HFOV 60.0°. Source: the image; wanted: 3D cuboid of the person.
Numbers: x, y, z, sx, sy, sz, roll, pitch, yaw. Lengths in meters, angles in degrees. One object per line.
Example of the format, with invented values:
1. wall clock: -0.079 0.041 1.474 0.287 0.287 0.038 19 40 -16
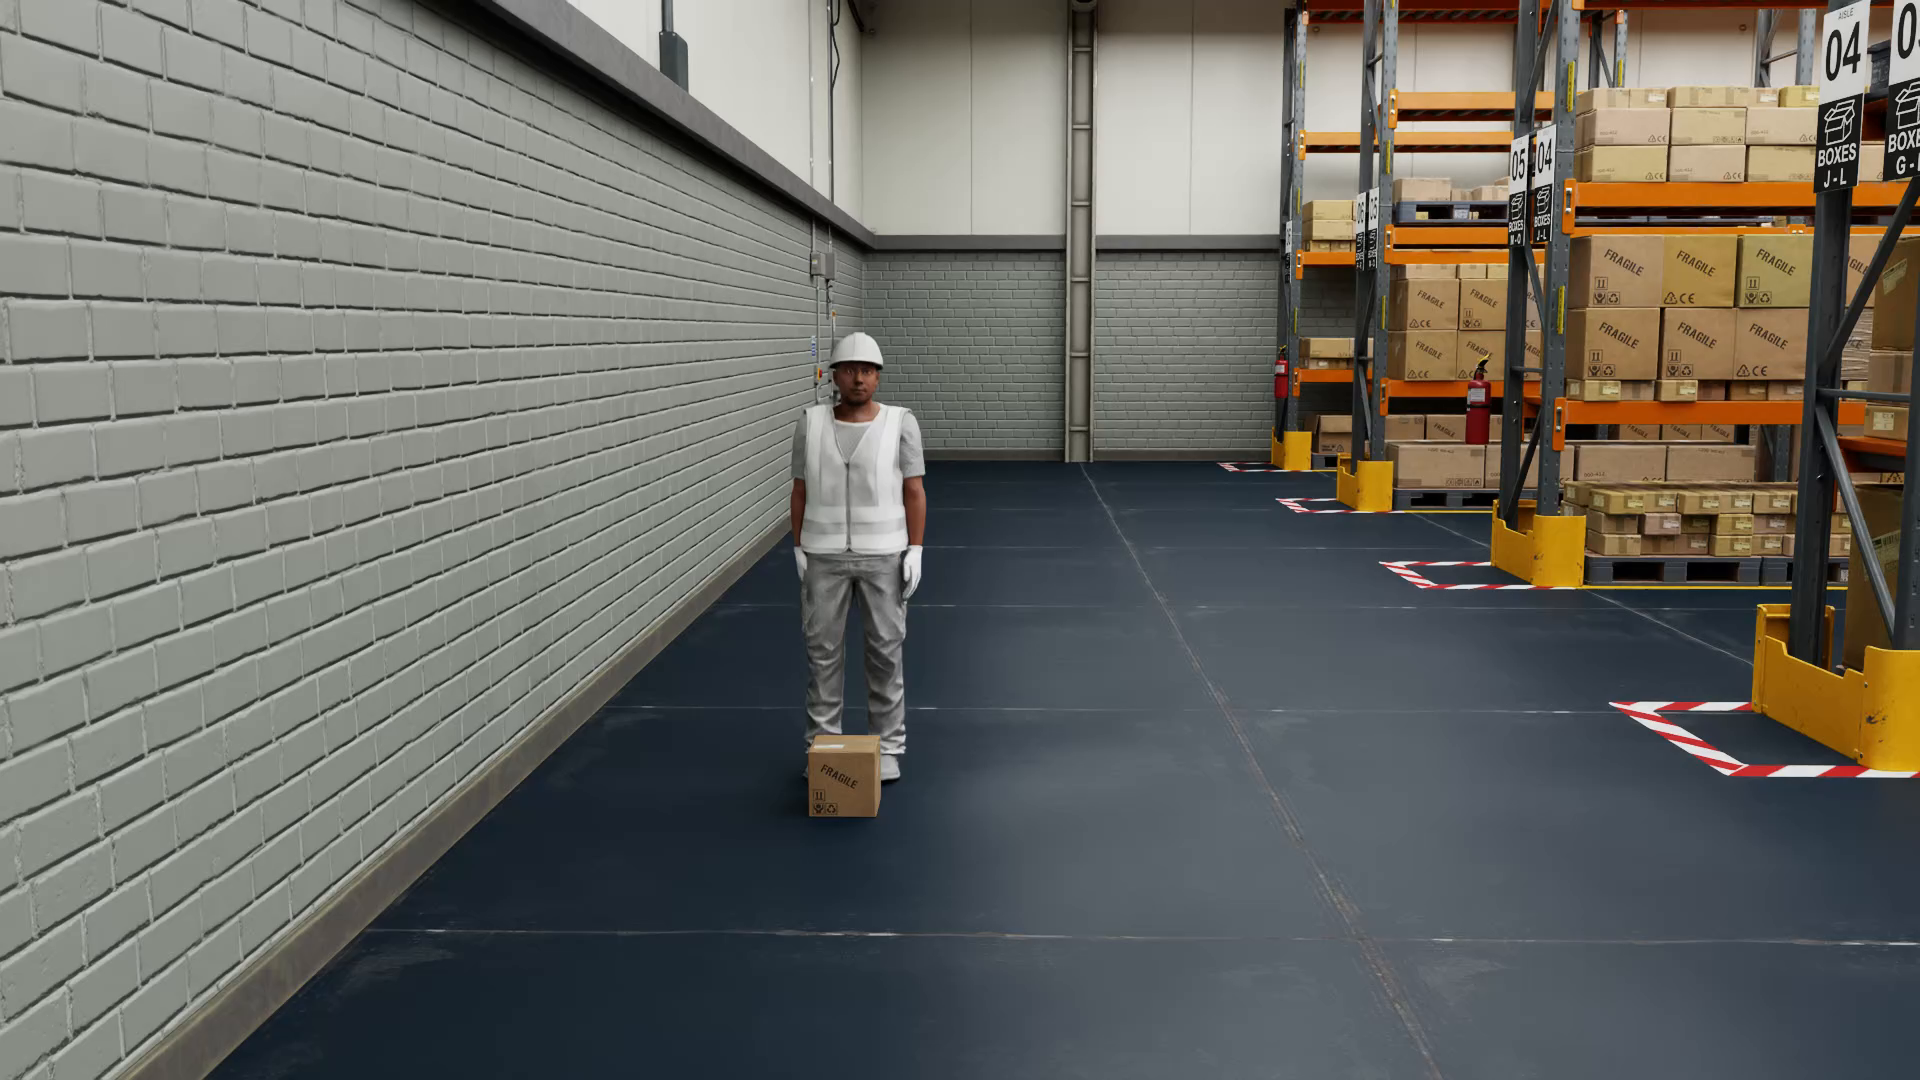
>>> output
1. person: -0.408 0.067 6.646 0.545 1.782 0.359 0 7 3
